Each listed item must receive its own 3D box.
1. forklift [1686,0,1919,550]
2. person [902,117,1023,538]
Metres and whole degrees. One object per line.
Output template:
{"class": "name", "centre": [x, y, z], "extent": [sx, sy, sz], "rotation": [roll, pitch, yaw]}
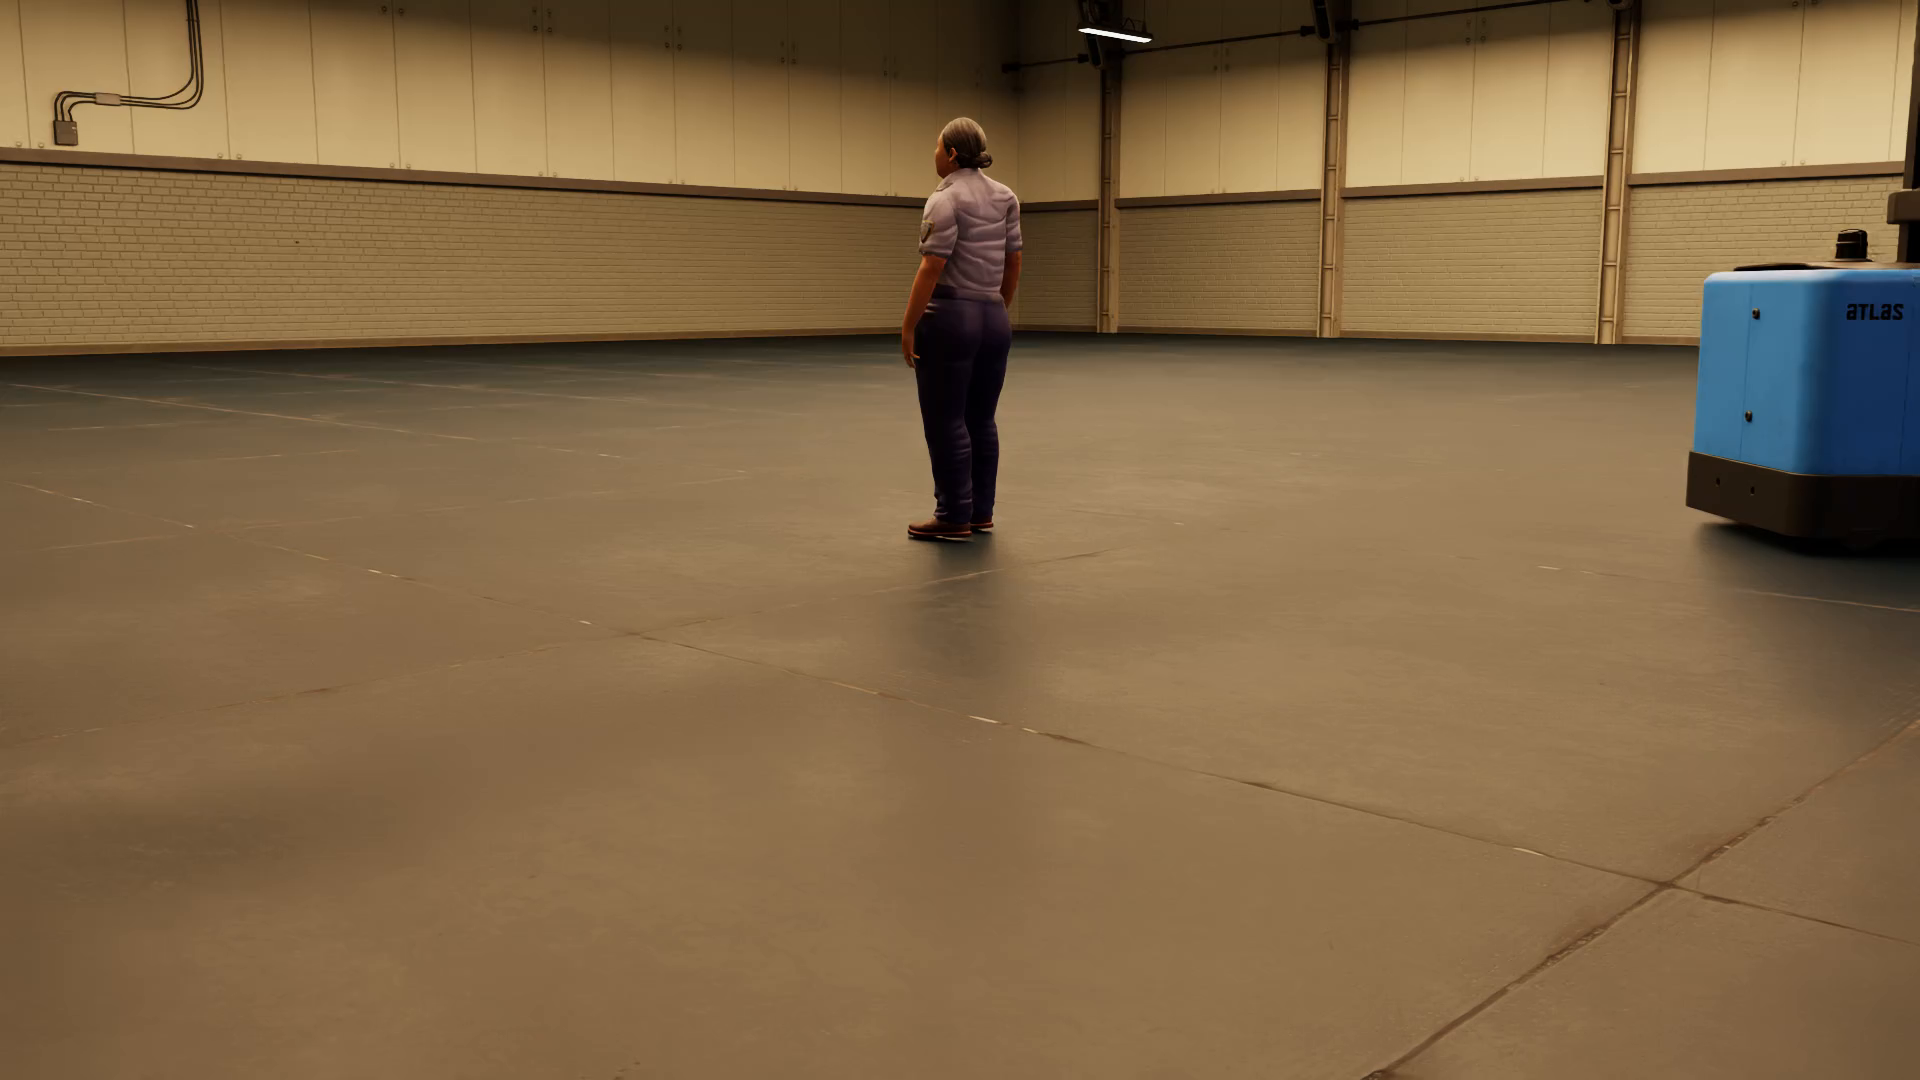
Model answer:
{"class": "forklift", "centre": [4.663, -1.461, 6.574], "extent": [3.031, 2.935, 1.130], "rotation": [0, 9, 0]}
{"class": "person", "centre": [-0.049, -0.833, 6.672], "extent": [0.502, 1.651, 0.598], "rotation": [8, 12, 43]}
